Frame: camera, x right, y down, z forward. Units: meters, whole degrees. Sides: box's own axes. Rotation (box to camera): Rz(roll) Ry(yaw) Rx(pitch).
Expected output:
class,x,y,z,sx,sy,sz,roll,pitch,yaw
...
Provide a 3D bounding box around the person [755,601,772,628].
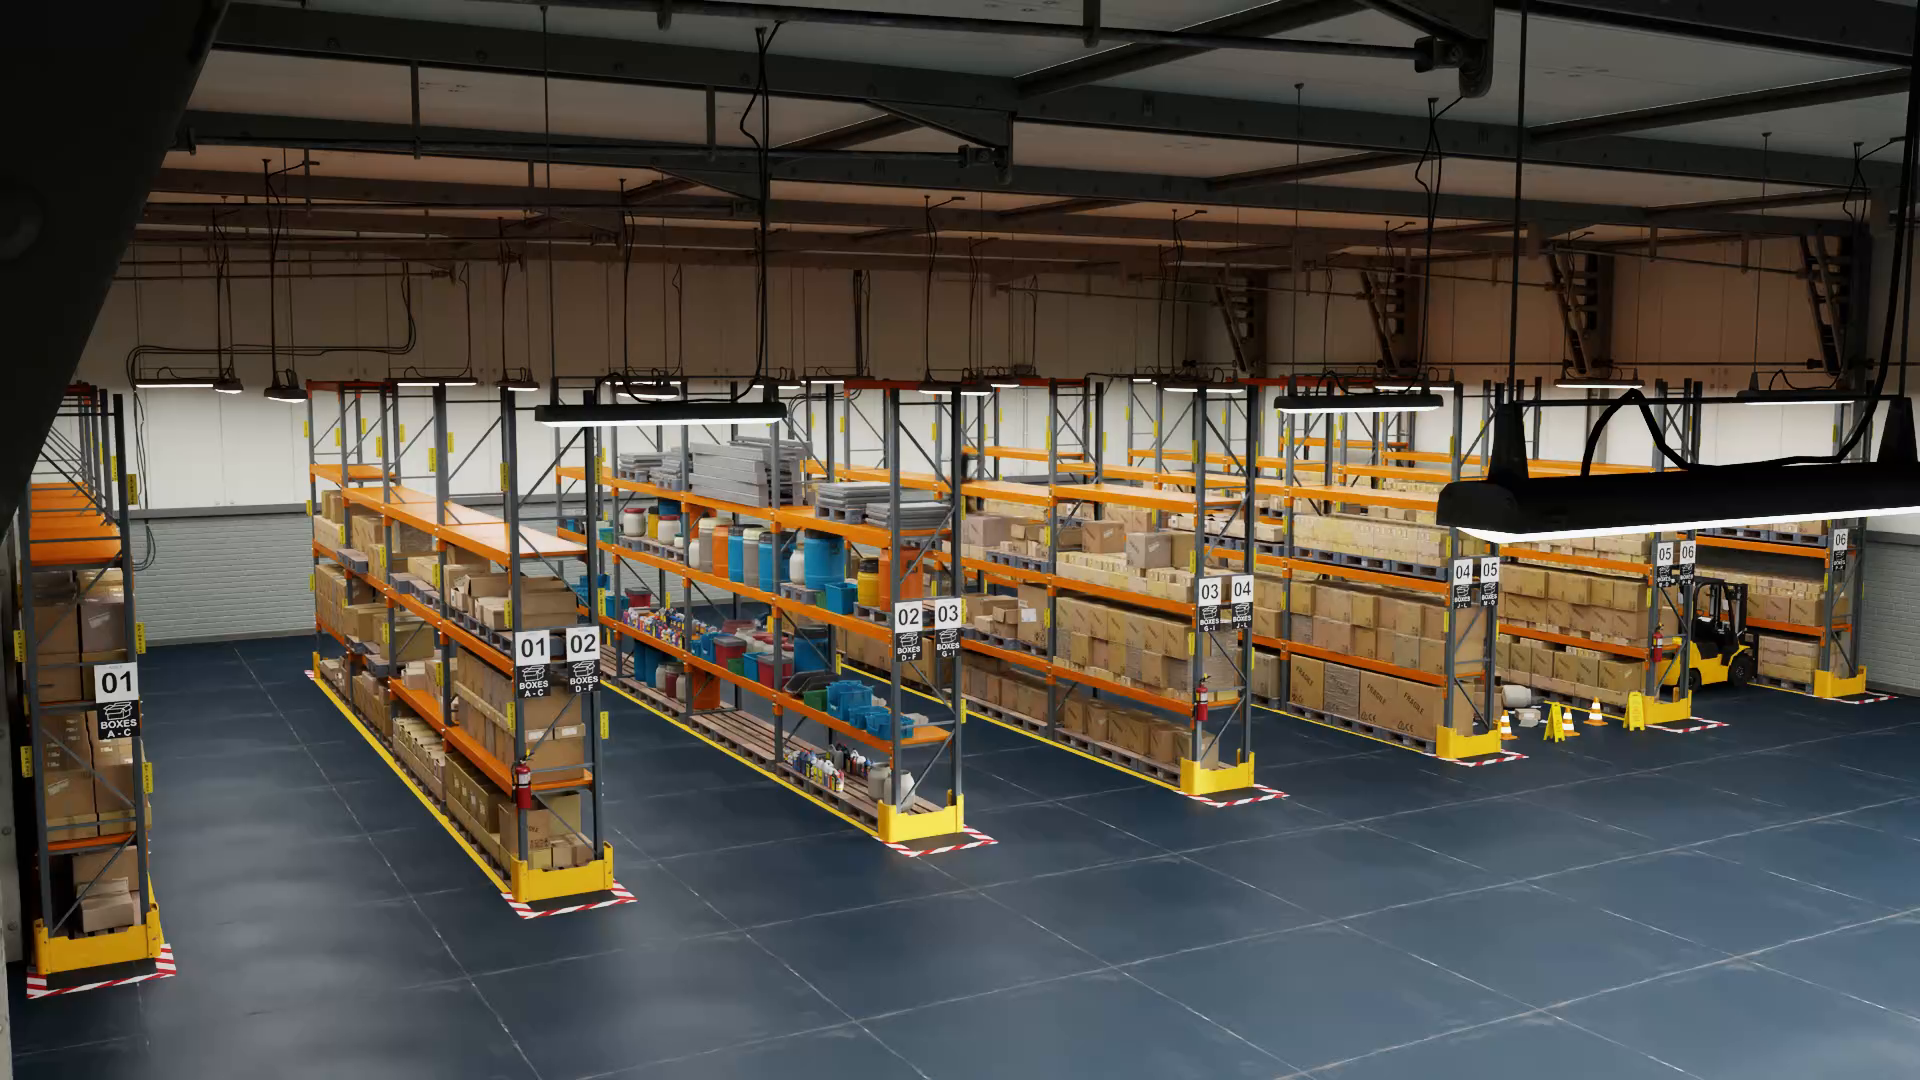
class,x,y,z,sx,sy,sz,roll,pitch,yaw
person,-4.600,1.370,39.706,0.620,1.514,0.589,0,6,0

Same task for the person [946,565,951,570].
class,x,y,z,sx,sy,sz,roll,pitch,yaw
person,-0.187,1.447,37.781,0.636,1.838,0.854,-3,7,-26
